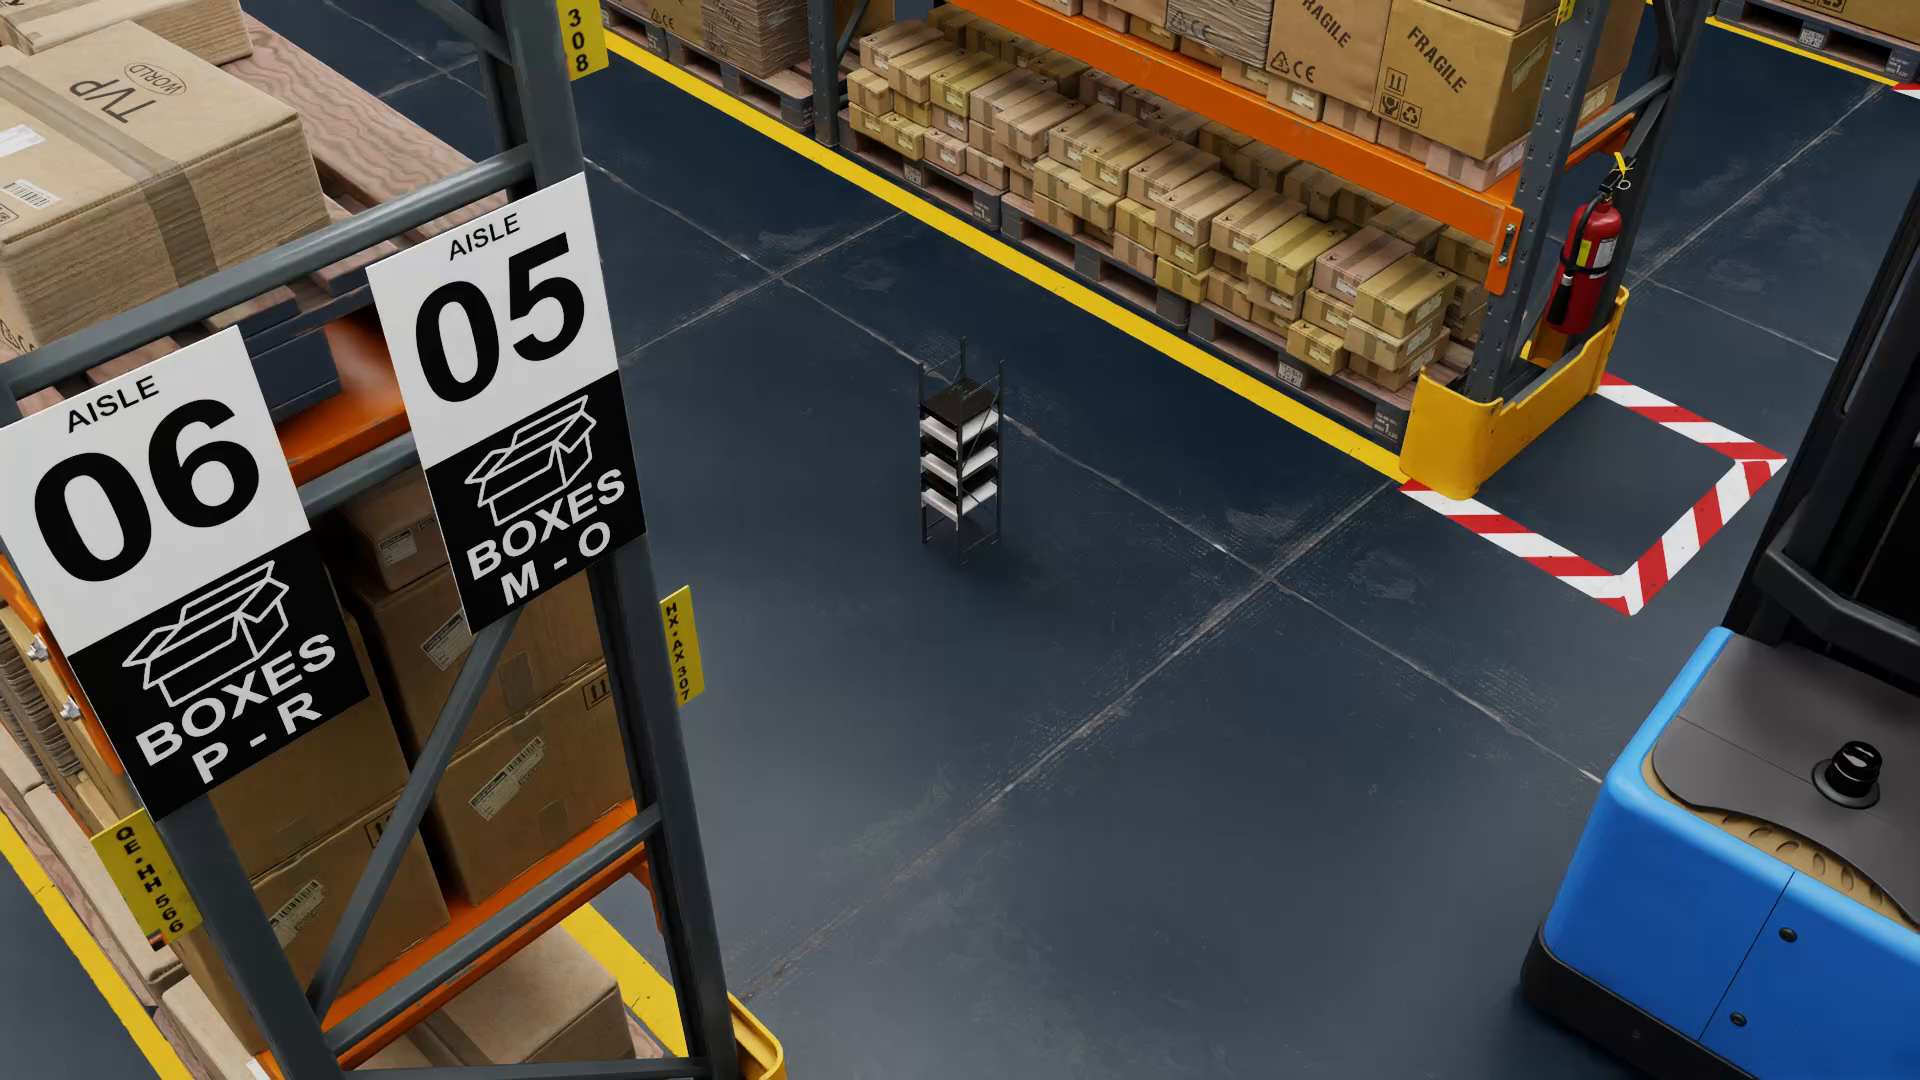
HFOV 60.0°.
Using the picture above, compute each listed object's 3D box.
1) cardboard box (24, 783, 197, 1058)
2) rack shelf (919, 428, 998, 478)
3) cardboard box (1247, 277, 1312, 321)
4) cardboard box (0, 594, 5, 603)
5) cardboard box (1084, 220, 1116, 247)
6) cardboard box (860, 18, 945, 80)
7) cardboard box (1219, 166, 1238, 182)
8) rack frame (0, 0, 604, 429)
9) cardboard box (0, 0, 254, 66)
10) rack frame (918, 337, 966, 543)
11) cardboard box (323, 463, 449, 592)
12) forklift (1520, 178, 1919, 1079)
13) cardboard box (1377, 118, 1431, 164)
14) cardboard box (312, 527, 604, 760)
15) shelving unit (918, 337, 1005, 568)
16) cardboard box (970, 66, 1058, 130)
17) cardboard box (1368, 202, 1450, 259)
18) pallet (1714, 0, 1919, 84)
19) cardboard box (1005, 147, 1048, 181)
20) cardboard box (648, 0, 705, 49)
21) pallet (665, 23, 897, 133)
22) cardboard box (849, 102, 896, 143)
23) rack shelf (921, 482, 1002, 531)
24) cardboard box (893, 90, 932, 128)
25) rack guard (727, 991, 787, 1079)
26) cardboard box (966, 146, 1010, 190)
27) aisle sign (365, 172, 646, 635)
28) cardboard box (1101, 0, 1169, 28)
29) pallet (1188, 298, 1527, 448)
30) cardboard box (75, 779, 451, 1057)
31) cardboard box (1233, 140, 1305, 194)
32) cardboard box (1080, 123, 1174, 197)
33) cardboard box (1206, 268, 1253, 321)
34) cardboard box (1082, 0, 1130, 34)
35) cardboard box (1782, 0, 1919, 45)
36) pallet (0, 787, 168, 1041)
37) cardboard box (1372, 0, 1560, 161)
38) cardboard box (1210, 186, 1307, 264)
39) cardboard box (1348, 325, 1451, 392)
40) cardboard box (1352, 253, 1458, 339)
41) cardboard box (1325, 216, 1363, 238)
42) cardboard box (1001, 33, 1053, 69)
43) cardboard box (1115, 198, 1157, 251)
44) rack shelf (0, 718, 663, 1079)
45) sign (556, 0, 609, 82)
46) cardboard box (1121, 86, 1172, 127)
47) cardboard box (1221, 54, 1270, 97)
[{"bbox_3d":[-2.193,0.930,5.112,0.875,0.438,0.875,-33,52,-30],"label":"cardboard box"},{"bbox_3d":[0.006,-0.368,6.402,0.258,0.077,0.200,-34,53,-31],"label":"rack shelf"},{"bbox_3d":[1.486,-1.155,7.361,0.250,0.149,0.380,32,52,30],"label":"cardboard box"},{"bbox_3d":[-1.837,-0.064,3.321,0.250,0.149,0.380,34,52,31],"label":"cardboard box"},{"bbox_3d":[0.819,-1.579,8.040,0.380,0.149,0.250,-33,52,-30],"label":"cardboard box"},{"bbox_3d":[-0.299,-2.555,8.658,0.380,0.149,0.250,-32,51,-30],"label":"cardboard box"},{"bbox_3d":[1.272,-1.765,8.022,0.380,0.149,0.250,-31,51,-29],"label":"cardboard box"},{"bbox_3d":[-1.004,-1.355,1.586,1.000,3.000,0.127,-34,53,-31],"label":"rack frame"},{"bbox_3d":[-1.610,-0.985,3.198,0.380,0.149,0.250,-32,52,-30],"label":"cardboard box"},{"bbox_3d":[-0.066,-0.375,6.493,0.240,0.900,0.006,-34,53,-31],"label":"rack frame"},{"bbox_3d":[-1.059,-0.097,3.356,0.380,0.149,0.250,-33,52,-30],"label":"cardboard box"},{"bbox_3d":[3.077,-0.193,4.799,1.130,2.935,3.031,30,50,28],"label":"forklift"},{"bbox_3d":[1.850,-1.639,6.499,0.250,0.149,0.380,34,53,31],"label":"cardboard box"},{"bbox_3d":[-1.141,0.077,3.646,0.500,0.500,0.500,33,52,31],"label":"cardboard box"},{"bbox_3d":[0.006,-0.327,6.440,0.258,0.900,0.210,-34,53,-31],"label":"shelving unit"},{"bbox_3d":[0.268,-2.182,8.254,0.250,0.149,0.380,33,52,30],"label":"cardboard box"},{"bbox_3d":[2.020,-1.388,7.394,0.380,0.149,0.250,-33,52,-31],"label":"cardboard box"},{"bbox_3d":[5.392,-3.224,10.083,1.003,0.211,1.213,-34,53,-31],"label":"pallet"},{"bbox_3d":[0.440,-1.931,8.201,0.380,0.149,0.250,-32,51,-30],"label":"cardboard box"},{"bbox_3d":[-1.458,-3.212,9.549,0.500,0.500,0.500,33,52,30],"label":"cardboard box"},{"bbox_3d":[-0.946,-2.844,9.672,1.003,0.211,1.213,-34,53,-31],"label":"pallet"},{"bbox_3d":[-0.366,-2.273,8.791,0.250,0.149,0.380,32,51,30],"label":"cardboard box"},{"bbox_3d":[0.006,-0.170,6.585,0.258,0.077,0.200,-34,53,-31],"label":"rack shelf"},{"bbox_3d":[-0.124,-2.305,8.606,0.380,0.149,0.250,-34,52,-31],"label":"cardboard box"},{"bbox_3d":[-0.987,1.778,4.458,1.175,0.500,0.348,-34,53,-31],"label":"rack guard"},{"bbox_3d":[0.249,-1.952,8.444,0.250,0.149,0.380,33,52,31],"label":"cardboard box"},{"bbox_3d":[-0.748,-0.211,2.852,0.394,0.787,0.004,-34,53,-31],"label":"aisle sign"},{"bbox_3d":[0.860,-2.545,7.001,0.500,0.500,0.500,-31,51,-29],"label":"cardboard box"},{"bbox_3d":[1.827,-0.992,7.668,1.003,0.211,1.213,-34,53,-31],"label":"pallet"},{"bbox_3d":[-1.532,0.707,3.701,0.500,0.500,0.500,-34,52,-31],"label":"cardboard box"},{"bbox_3d":[1.510,-1.787,7.827,0.380,0.149,0.250,-32,51,-30],"label":"cardboard box"},{"bbox_3d":[0.787,-1.792,7.832,0.380,0.149,0.250,-34,52,-31],"label":"cardboard box"},{"bbox_3d":[1.348,-1.188,7.617,0.380,0.149,0.250,-34,52,-31],"label":"cardboard box"},{"bbox_3d":[0.760,-2.393,7.315,0.380,0.149,0.250,-32,52,-30],"label":"cardboard box"},{"bbox_3d":[5.504,-3.544,9.632,0.875,0.875,0.875,-34,53,-31],"label":"cardboard box"},{"bbox_3d":[-2.481,0.940,5.578,1.003,0.211,1.213,-34,53,-31],"label":"pallet"},{"bbox_3d":[1.930,-1.811,6.207,0.500,0.500,0.500,-33,52,-31],"label":"cardboard box"},{"bbox_3d":[1.329,-1.398,7.405,0.250,0.149,0.380,32,52,30],"label":"cardboard box"},{"bbox_3d":[1.910,-0.833,7.232,0.380,0.149,0.250,-33,52,-31],"label":"cardboard box"},{"bbox_3d":[1.876,-1.031,7.009,0.380,0.149,0.250,-33,52,-31],"label":"cardboard box"},{"bbox_3d":[1.852,-1.398,7.624,0.380,0.149,0.250,-33,52,-31],"label":"cardboard box"},{"bbox_3d":[0.430,-2.554,8.657,0.250,0.149,0.380,34,52,31],"label":"cardboard box"},{"bbox_3d":[0.944,-1.529,7.767,0.380,0.149,0.250,-31,51,-29],"label":"cardboard box"},{"bbox_3d":[-2.416,0.152,4.906,1.077,0.370,4.000,-34,53,-31],"label":"rack shelf"},{"bbox_3d":[-0.607,-0.867,2.565,0.100,0.325,0.005,-34,53,-31],"label":"sign"},{"bbox_3d":[1.013,-2.183,8.255,0.250,0.149,0.380,32,52,30],"label":"cardboard box"},{"bbox_3d":[1.300,-2.004,6.894,0.250,0.149,0.380,32,51,30],"label":"cardboard box"}]
